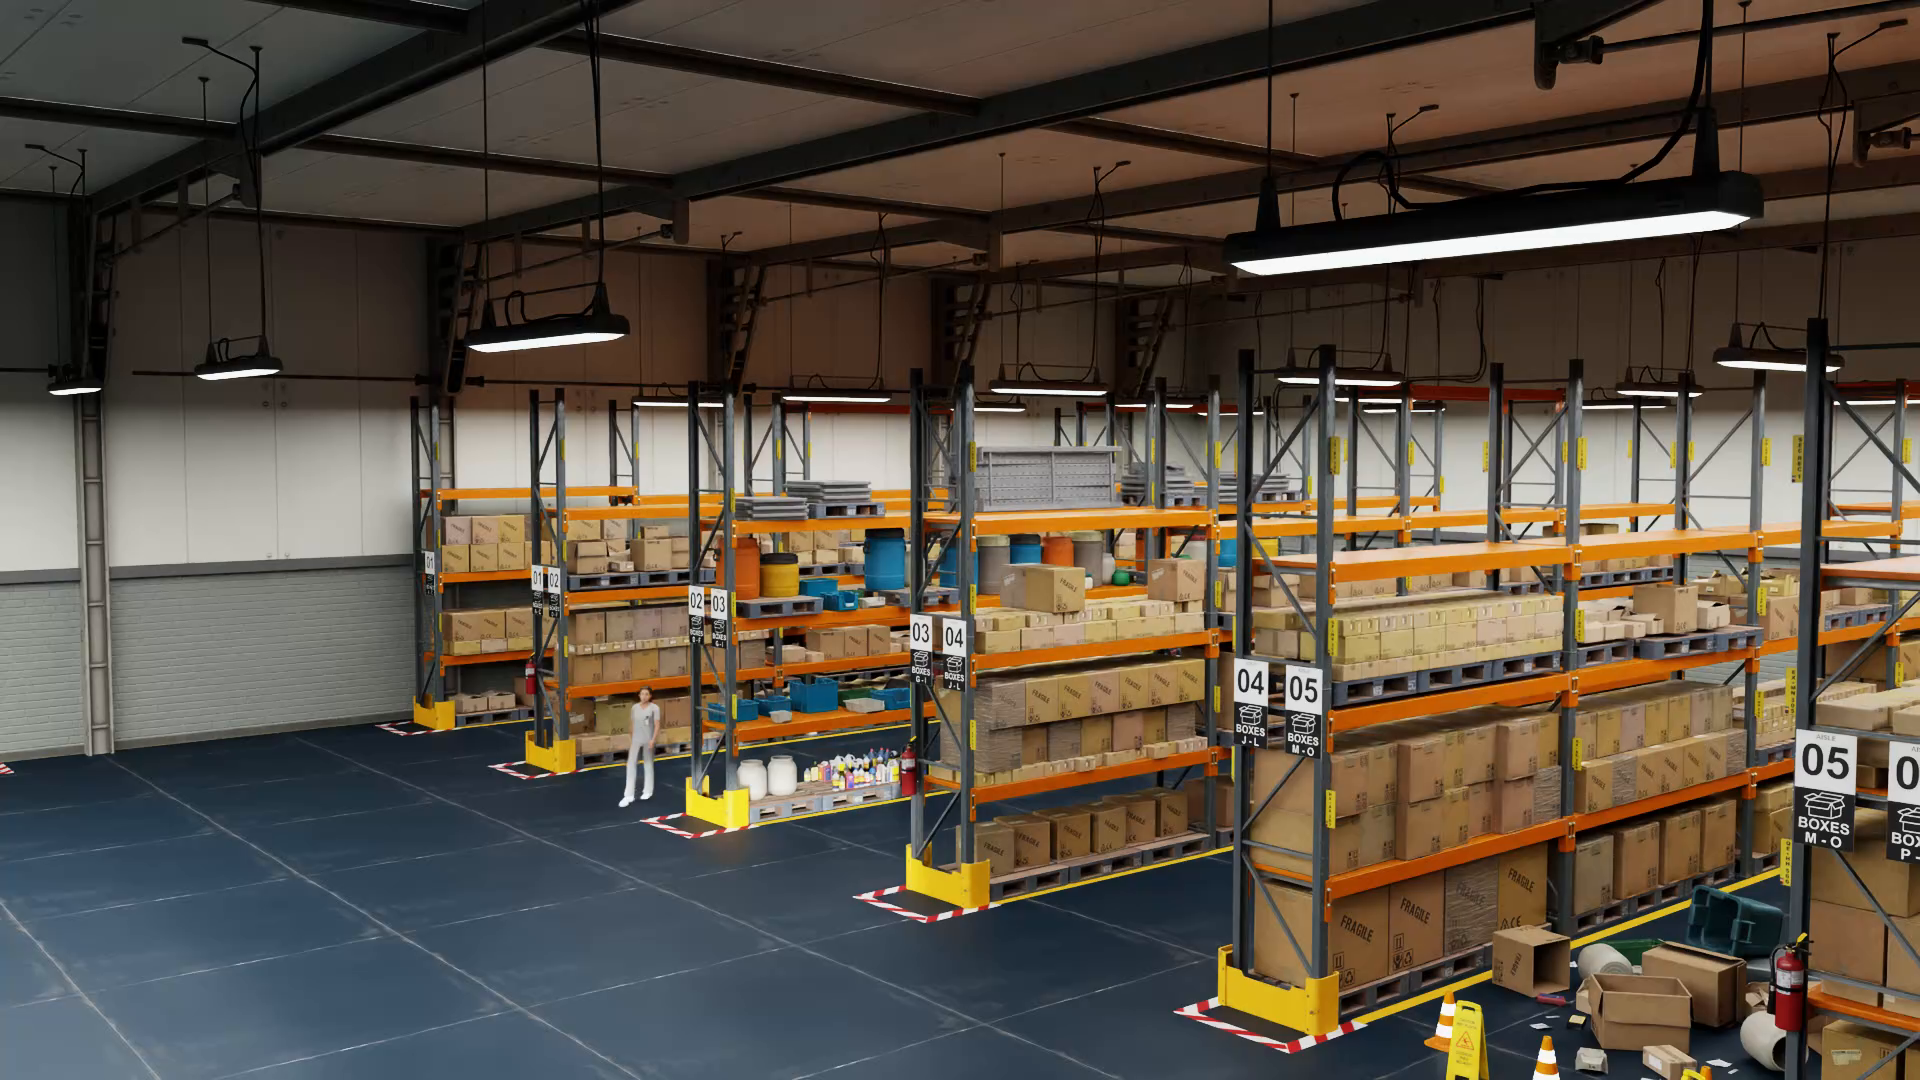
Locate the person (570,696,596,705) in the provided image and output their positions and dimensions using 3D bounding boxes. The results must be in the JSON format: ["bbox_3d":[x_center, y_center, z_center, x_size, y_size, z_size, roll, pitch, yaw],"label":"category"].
[{"bbox_3d":[-6.822,2.596,29.749,0.522,1.658,0.517,-2,4,-29],"label":"person"}]

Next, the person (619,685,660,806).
[{"bbox_3d":[-4.566,2.920,23.811,0.528,1.664,0.715,0,3,1],"label":"person"}]
